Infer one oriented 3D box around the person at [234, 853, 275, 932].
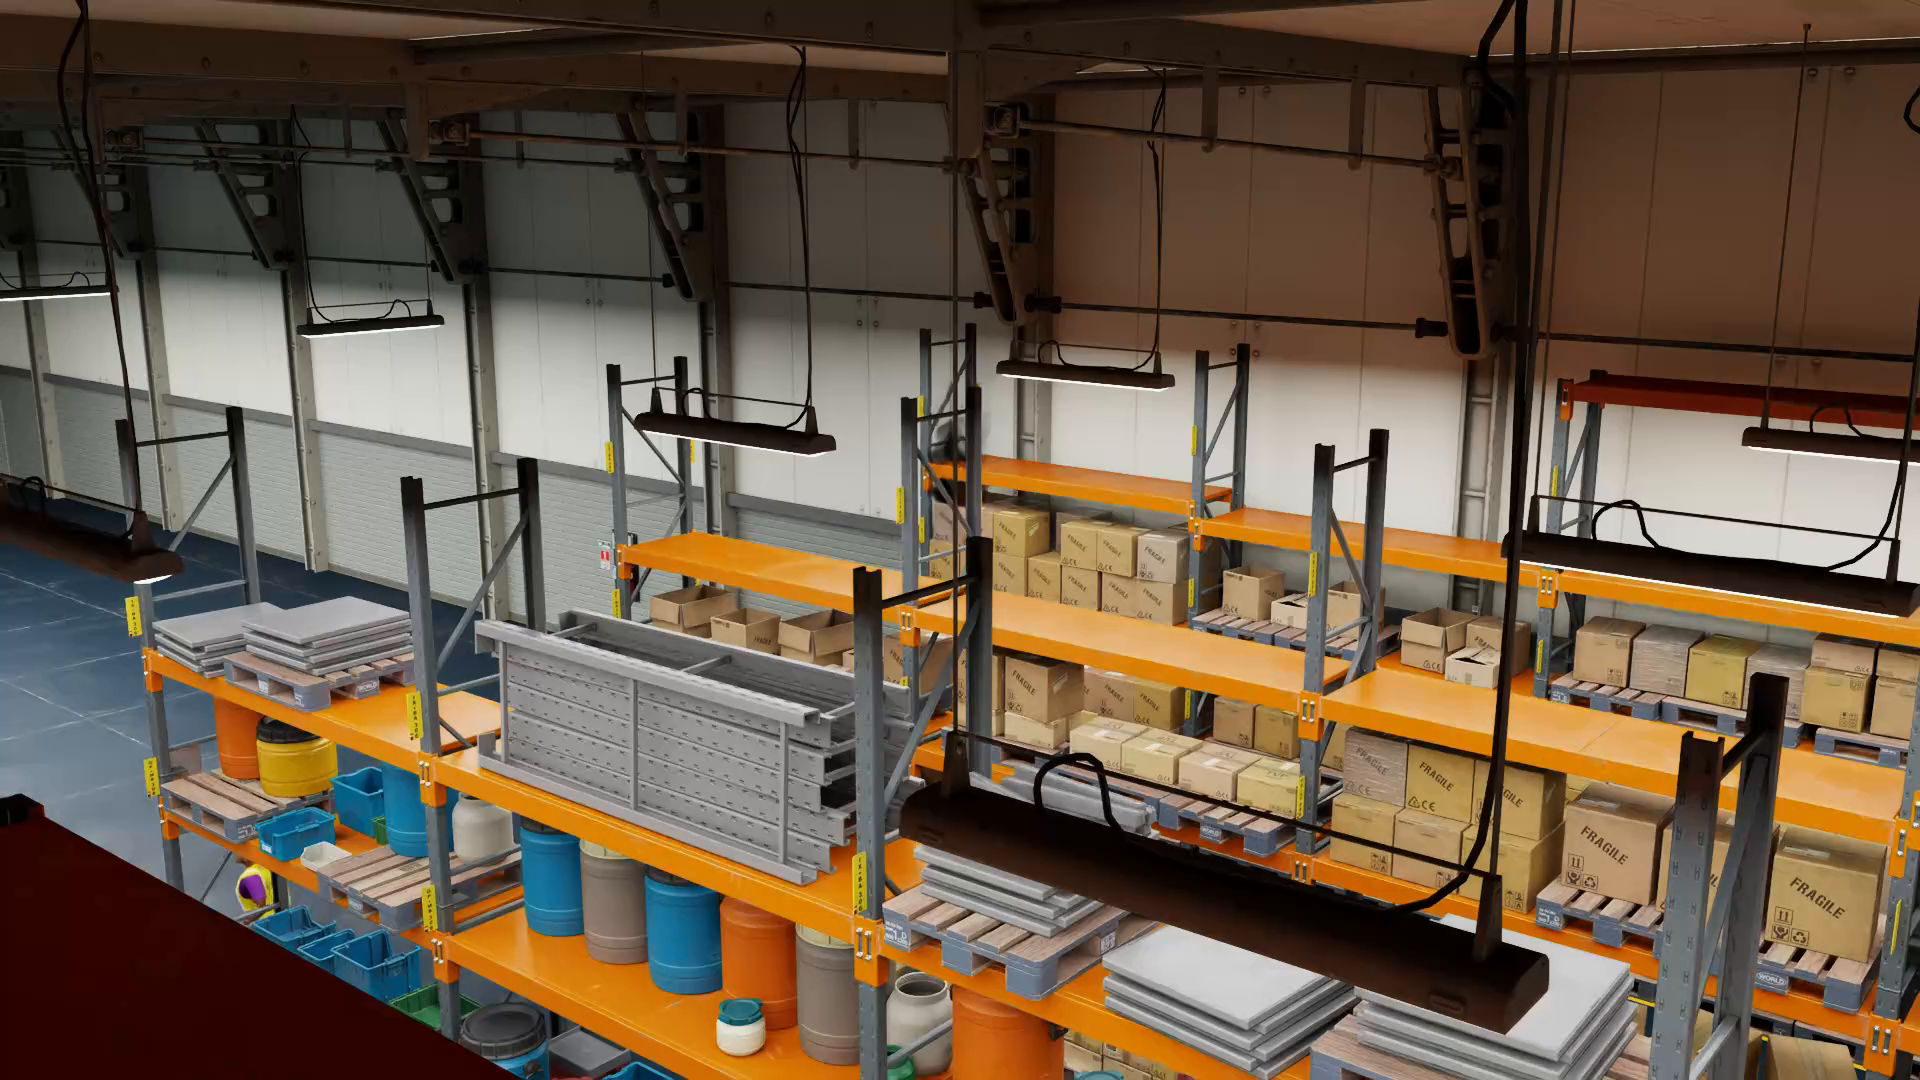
[{"bbox_3d":[-6.727,3.663,16.139,0.926,1.726,0.702,2,13,9],"label":"person"}]
